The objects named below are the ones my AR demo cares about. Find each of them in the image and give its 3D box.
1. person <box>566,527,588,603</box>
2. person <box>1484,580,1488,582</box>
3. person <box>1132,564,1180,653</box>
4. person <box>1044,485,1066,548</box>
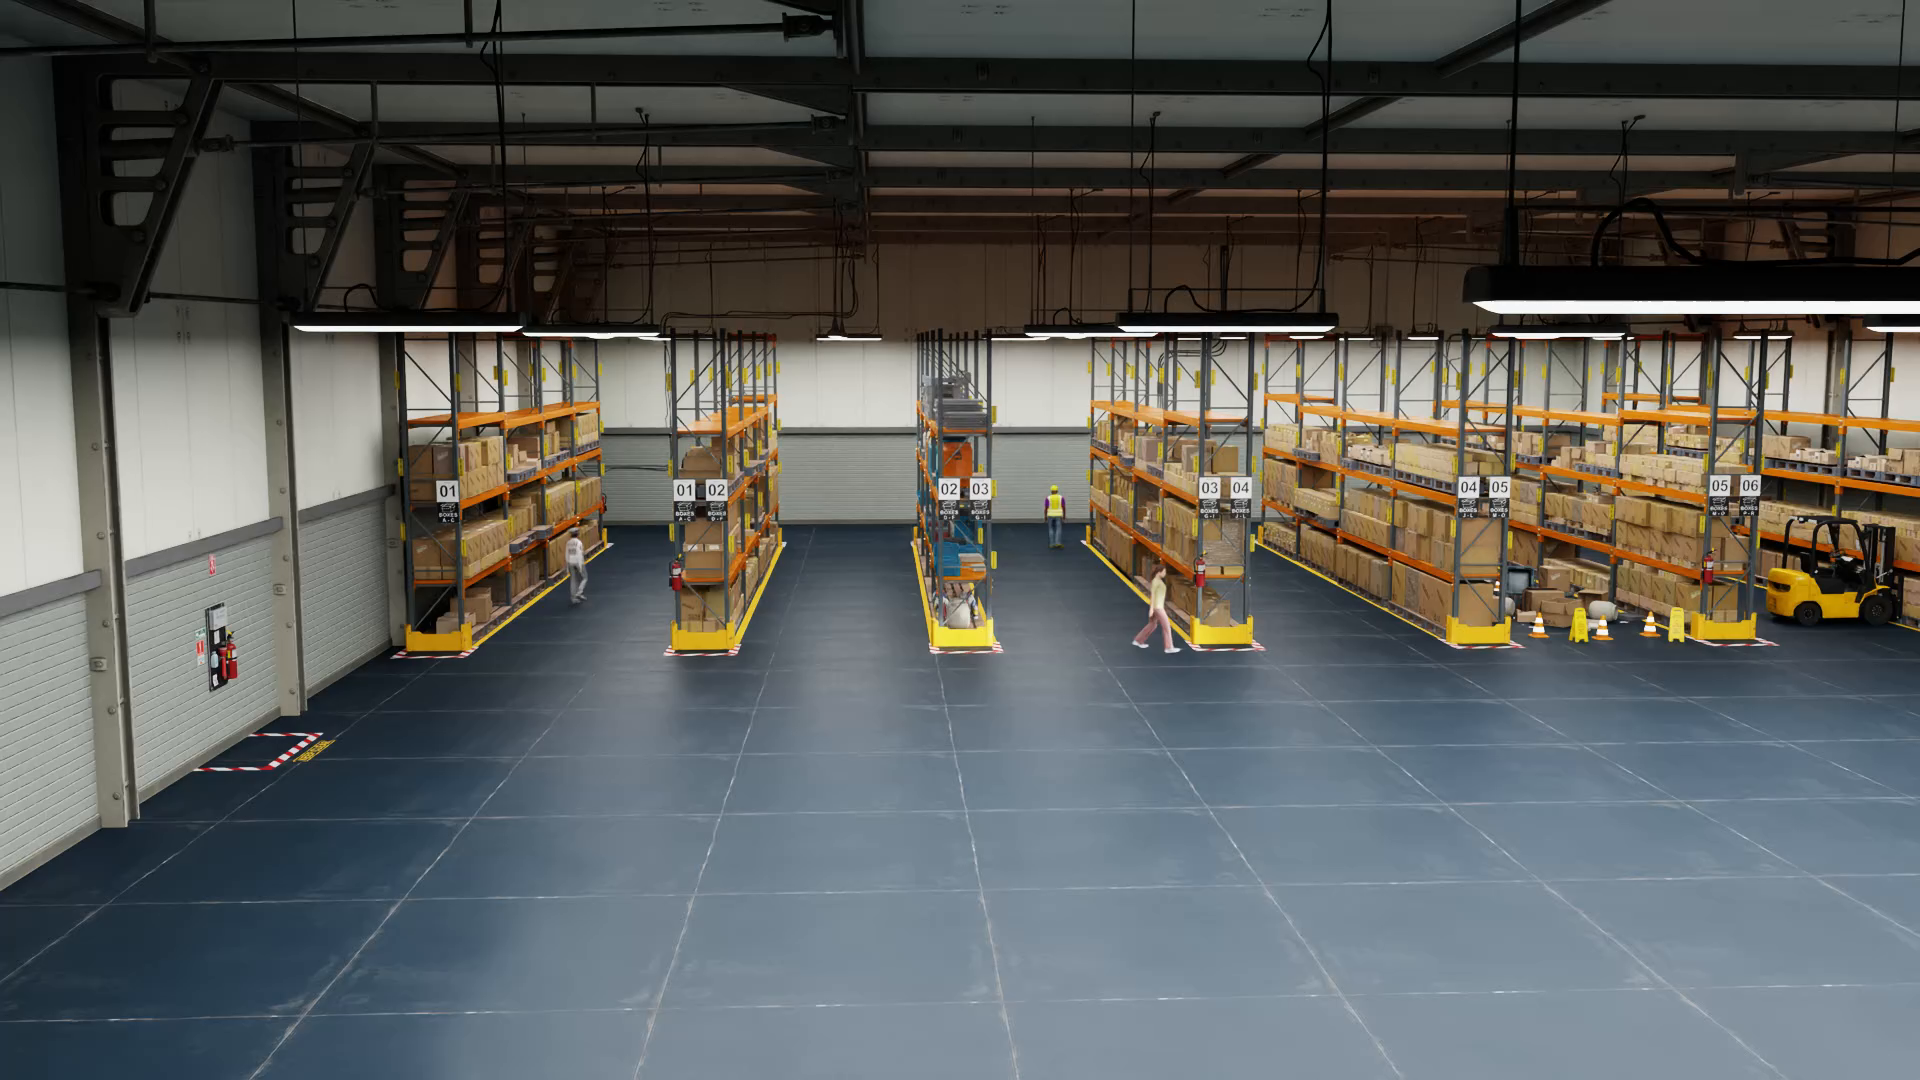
[{"bbox_3d":[-8.496,0.559,36.756,0.519,1.665,0.463,1,7,10],"label":"person"},{"bbox_3d":[12.282,0.223,39.213,0.579,1.780,0.617,-2,7,-15],"label":"person"},{"bbox_3d":[3.664,1.263,31.011,0.892,1.642,0.458,1,7,8],"label":"person"},{"bbox_3d":[2.673,-0.658,46.770,0.606,1.766,0.510,0,7,1],"label":"person"}]
